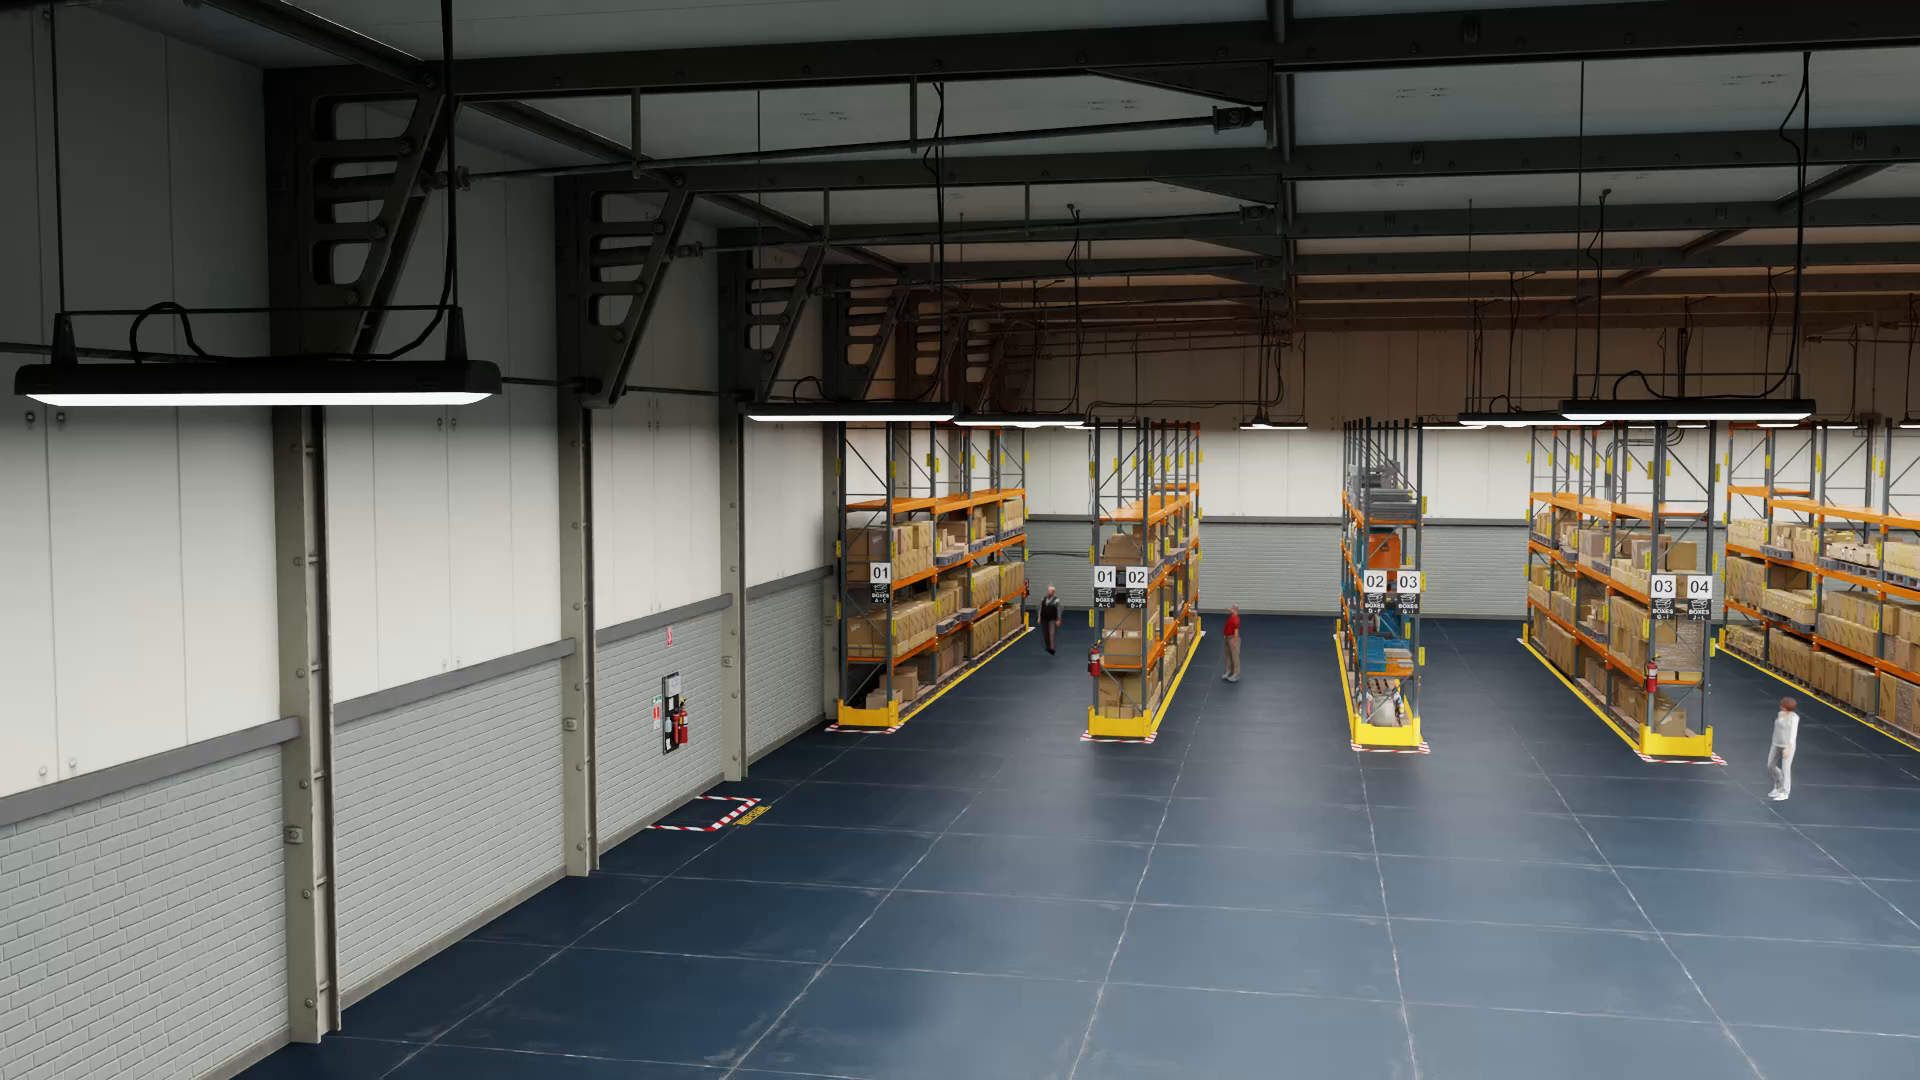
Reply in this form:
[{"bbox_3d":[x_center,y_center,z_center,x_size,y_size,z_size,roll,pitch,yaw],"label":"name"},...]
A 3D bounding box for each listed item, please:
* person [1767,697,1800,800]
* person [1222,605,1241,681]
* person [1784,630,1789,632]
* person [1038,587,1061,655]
[{"bbox_3d":[12.809,3.267,25.931,0.403,1.578,0.493,-2,4,-24],"label":"person"},{"bbox_3d":[6.285,2.358,38.459,0.369,1.732,0.574,-1,4,-18],"label":"person"},{"bbox_3d":[22.553,1.915,44.936,0.754,1.767,0.576,1,4,10],"label":"person"},{"bbox_3d":[2.234,2.005,41.514,0.581,1.671,1.006,1,4,19],"label":"person"}]
